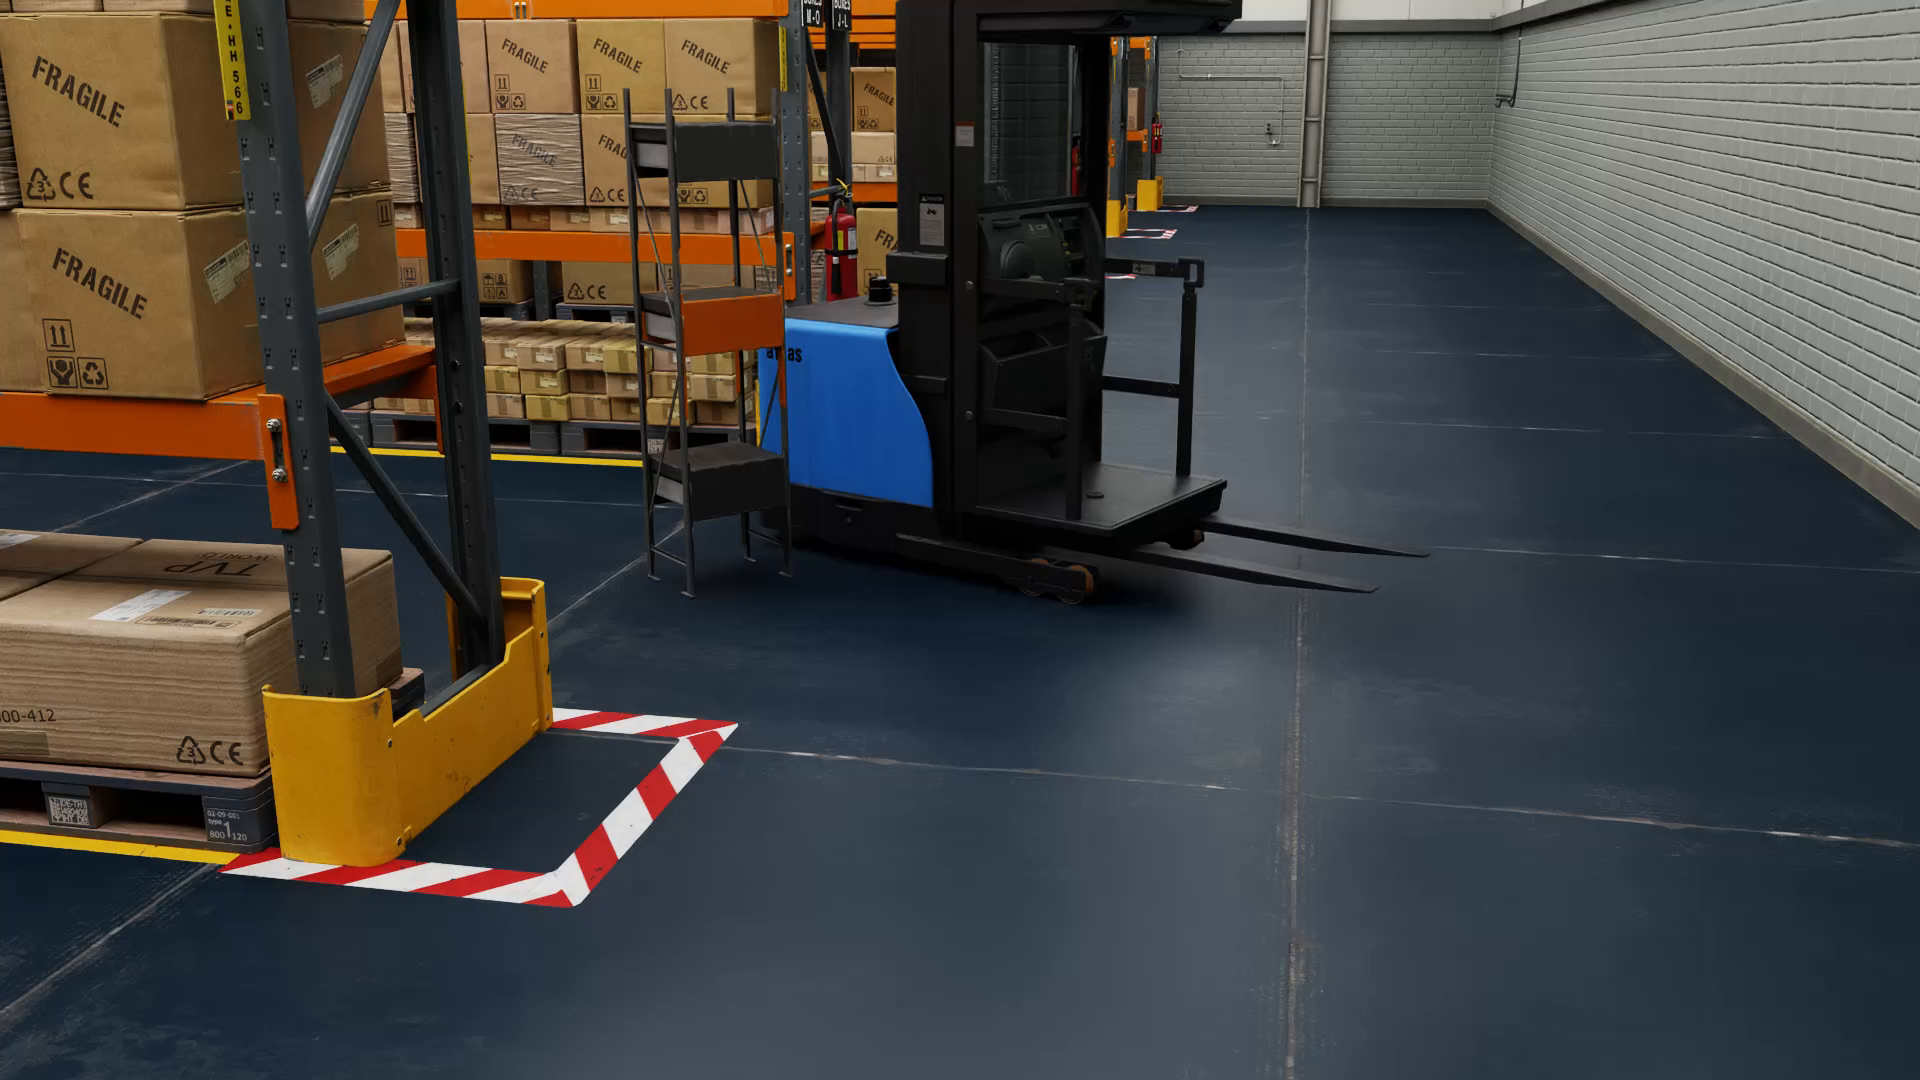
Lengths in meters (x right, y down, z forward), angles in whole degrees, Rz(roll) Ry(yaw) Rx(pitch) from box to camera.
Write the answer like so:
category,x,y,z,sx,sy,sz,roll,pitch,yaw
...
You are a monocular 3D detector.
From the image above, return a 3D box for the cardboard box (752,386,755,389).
category,x,y,z,sx,sy,sz,roll,pitch,yaw
cardboard box,-1.257,-0.926,10.269,0.250,0.149,0.380,3,16,12

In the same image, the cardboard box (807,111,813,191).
category,x,y,z,sx,sy,sz,roll,pitch,yaw
cardboard box,-1.192,-2.273,9.835,0.500,0.500,0.500,4,16,14

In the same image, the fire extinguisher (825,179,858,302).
category,x,y,z,sx,sy,sz,roll,pitch,yaw
fire extinguisher,-0.652,-1.635,9.117,0.183,0.674,0.296,3,16,11

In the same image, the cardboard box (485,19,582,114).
category,x,y,z,sx,sy,sz,roll,pitch,yaw
cardboard box,-2.313,-2.671,9.396,0.500,0.500,0.500,4,16,14

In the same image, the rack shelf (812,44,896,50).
category,x,y,z,sx,sy,sz,roll,pitch,yaw
rack shelf,-2.638,-8.583,29.087,4.000,0.370,1.077,3,16,11

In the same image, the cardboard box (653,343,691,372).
category,x,y,z,sx,sy,sz,roll,pitch,yaw
cardboard box,-1.611,-1.091,9.751,0.250,0.149,0.380,3,16,12

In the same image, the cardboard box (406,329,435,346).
category,x,y,z,sx,sy,sz,roll,pitch,yaw
cardboard box,-3.138,-1.175,10.053,0.250,0.149,0.380,2,16,9

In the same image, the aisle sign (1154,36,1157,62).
category,x,y,z,sx,sy,sz,roll,pitch,yaw
aisle sign,3.252,-8.336,27.595,0.004,0.787,0.394,3,16,11

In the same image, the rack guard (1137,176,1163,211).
category,x,y,z,sx,sy,sz,roll,pitch,yaw
rack guard,3.265,-5.959,28.568,0.348,0.500,1.175,3,16,11

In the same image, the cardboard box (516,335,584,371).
category,x,y,z,sx,sy,sz,roll,pitch,yaw
cardboard box,-2.406,-1.102,9.790,0.250,0.149,0.380,4,16,13

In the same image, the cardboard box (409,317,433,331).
category,x,y,z,sx,sy,sz,roll,pitch,yaw
cardboard box,-3.300,-1.324,10.591,0.250,0.149,0.380,2,16,8

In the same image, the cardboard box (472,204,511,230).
category,x,y,z,sx,sy,sz,roll,pitch,yaw
cardboard box,-2.691,-1.909,9.737,0.250,0.149,0.380,3,16,12

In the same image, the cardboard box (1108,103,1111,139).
category,x,y,z,sx,sy,sz,roll,pitch,yaw
cardboard box,1.876,-6.010,23.881,0.500,0.500,0.500,3,16,12

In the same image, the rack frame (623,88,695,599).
category,x,y,z,sx,sy,sz,roll,pitch,yaw
rack frame,-1.259,-0.803,6.958,0.015,2.100,0.400,-11,19,-36

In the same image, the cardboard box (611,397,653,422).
category,x,y,z,sx,sy,sz,roll,pitch,yaw
cardboard box,-1.878,-0.811,9.856,0.250,0.149,0.380,3,16,11

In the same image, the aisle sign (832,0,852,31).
category,x,y,z,sx,sy,sz,roll,pitch,yaw
aisle sign,-0.676,-3.313,9.463,0.004,0.787,0.394,3,16,11

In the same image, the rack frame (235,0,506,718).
category,x,y,z,sx,sy,sz,roll,pitch,yaw
rack frame,-1.694,-0.685,4.847,0.127,3.000,1.000,3,16,11

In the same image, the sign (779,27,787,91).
category,x,y,z,sx,sy,sz,roll,pitch,yaw
sign,-0.937,-2.552,8.824,0.005,0.325,0.100,3,16,11

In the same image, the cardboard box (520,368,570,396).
category,x,y,z,sx,sy,sz,roll,pitch,yaw
cardboard box,-2.401,-0.962,9.843,0.250,0.149,0.380,3,16,12

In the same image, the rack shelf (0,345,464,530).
category,x,y,z,sx,sy,sz,roll,pitch,yaw
rack shelf,-3.654,-0.445,5.327,4.000,0.370,1.077,3,16,11

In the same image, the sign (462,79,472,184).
category,x,y,z,sx,sy,sz,roll,pitch,yaw
sign,-1.578,-1.286,5.244,0.005,0.325,0.100,3,16,11

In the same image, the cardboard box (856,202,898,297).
category,x,y,z,sx,sy,sz,roll,pitch,yaw
cardboard box,-0.363,-2.469,14.481,0.875,0.875,0.875,3,16,11

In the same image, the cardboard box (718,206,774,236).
category,x,y,z,sx,sy,sz,roll,pitch,yaw
cardboard box,-1.183,-1.808,9.370,0.250,0.149,0.380,3,16,11

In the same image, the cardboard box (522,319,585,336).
category,x,y,z,sx,sy,sz,roll,pitch,yaw
cardboard box,-2.546,-1.282,10.442,0.250,0.149,0.380,3,16,12

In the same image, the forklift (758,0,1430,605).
category,x,y,z,sx,sy,sz,roll,pitch,yaw
forklift,0.538,-1.300,7.196,3.031,2.935,1.130,11,19,33

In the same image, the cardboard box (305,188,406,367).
category,x,y,z,sx,sy,sz,roll,pitch,yaw
cardboard box,-2.107,-0.834,5.197,0.500,0.500,0.500,3,16,11

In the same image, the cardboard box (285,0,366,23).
category,x,y,z,sx,sy,sz,roll,pitch,yaw
cardboard box,-1.987,-1.619,4.943,0.250,0.149,0.380,3,16,12

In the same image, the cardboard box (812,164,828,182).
category,x,y,z,sx,sy,sz,roll,pitch,yaw
cardboard box,-1.135,-3.143,14.192,0.250,0.149,0.380,3,16,10

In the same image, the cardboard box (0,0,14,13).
category,x,y,z,sx,sy,sz,roll,pitch,yaw
cardboard box,-2.609,-1.494,4.490,0.250,0.149,0.380,3,16,11

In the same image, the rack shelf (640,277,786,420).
category,x,y,z,sx,sy,sz,roll,pitch,yaw
rack shelf,-1.064,-0.829,7.104,0.480,0.518,0.431,-11,19,-36

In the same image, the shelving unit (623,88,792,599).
category,x,y,z,sx,sy,sz,roll,pitch,yaw
shelving unit,-1.064,-0.842,7.100,0.503,2.100,0.431,-11,19,-36

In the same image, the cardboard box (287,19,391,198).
category,x,y,z,sx,sy,sz,roll,pitch,yaw
cardboard box,-2.108,-1.315,5.061,0.500,0.500,0.500,3,16,10

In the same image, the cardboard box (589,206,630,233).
category,x,y,z,sx,sy,sz,roll,pitch,yaw
cardboard box,-1.922,-1.848,9.515,0.250,0.149,0.380,4,16,13

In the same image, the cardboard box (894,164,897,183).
category,x,y,z,sx,sy,sz,roll,pitch,yaw
cardboard box,-0.389,-3.103,14.045,0.250,0.149,0.380,3,16,12

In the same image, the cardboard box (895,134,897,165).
category,x,y,z,sx,sy,sz,roll,pitch,yaw
cardboard box,-0.247,-3.305,14.029,0.500,0.250,0.500,3,16,10

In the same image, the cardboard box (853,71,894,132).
category,x,y,z,sx,sy,sz,roll,pitch,yaw
cardboard box,-0.626,-3.833,14.529,0.500,0.500,0.500,3,16,10

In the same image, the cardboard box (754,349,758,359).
category,x,y,z,sx,sy,sz,roll,pitch,yaw
cardboard box,-1.253,-1.218,10.208,0.250,0.149,0.380,2,16,9

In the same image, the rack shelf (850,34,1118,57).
category,x,y,z,sx,sy,sz,roll,pitch,yaw
rack shelf,0.298,-7.074,23.640,4.000,0.370,1.077,3,16,11

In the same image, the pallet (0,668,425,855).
category,x,y,z,sx,sy,sz,roll,pitch,yaw
pallet,-2.493,0.636,5.299,1.213,0.211,1.003,3,16,11

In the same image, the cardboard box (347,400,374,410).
category,x,y,z,sx,sy,sz,roll,pitch,yaw
cardboard box,-3.661,-0.909,10.209,0.250,0.149,0.380,3,16,10

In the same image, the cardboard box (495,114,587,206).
category,x,y,z,sx,sy,sz,roll,pitch,yaw
cardboard box,-2.301,-2.187,9.524,0.500,0.500,0.500,3,16,11

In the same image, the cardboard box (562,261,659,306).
category,x,y,z,sx,sy,sz,roll,pitch,yaw
cardboard box,-3.008,-2.613,14.999,0.875,0.875,0.875,3,16,11

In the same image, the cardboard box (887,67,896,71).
category,x,y,z,sx,sy,sz,roll,pitch,yaw
cardboard box,-0.750,-6.486,23.727,0.500,0.500,0.500,3,16,9

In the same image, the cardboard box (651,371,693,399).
category,x,y,z,sx,sy,sz,roll,pitch,yaw
cardboard box,-1.626,-0.939,9.759,0.250,0.149,0.380,3,16,10

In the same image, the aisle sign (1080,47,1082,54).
category,x,y,z,sx,sy,sz,roll,pitch,yaw
aisle sign,1.397,-5.900,18.803,0.004,0.787,0.394,3,16,11

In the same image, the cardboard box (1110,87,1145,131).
category,x,y,z,sx,sy,sz,roll,pitch,yaw
cardboard box,2.740,-7.334,28.288,0.700,0.700,0.980,4,16,14

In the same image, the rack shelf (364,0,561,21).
category,x,y,z,sx,sy,sz,roll,pitch,yaw
rack shelf,-5.599,-4.696,15.054,4.000,0.370,1.077,3,16,11

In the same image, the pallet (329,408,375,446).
category,x,y,z,sx,sy,sz,roll,pitch,yaw
pallet,-4.062,-0.828,10.586,1.213,0.211,1.003,3,16,11

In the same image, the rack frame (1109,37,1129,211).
category,x,y,z,sx,sy,sz,roll,pitch,yaw
rack frame,2.258,-5.869,23.561,0.127,3.000,1.000,3,16,11

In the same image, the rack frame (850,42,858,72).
category,x,y,z,sx,sy,sz,roll,pitch,yaw
rack frame,-1.662,-6.082,24.329,0.127,3.000,1.000,3,16,11

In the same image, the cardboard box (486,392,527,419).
category,x,y,z,sx,sy,sz,roll,pitch,yaw
cardboard box,-2.649,-0.838,9.952,0.250,0.149,0.380,3,16,12

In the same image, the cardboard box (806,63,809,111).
category,x,y,z,sx,sy,sz,roll,pitch,yaw
cardboard box,-1.194,-2.752,9.692,0.500,0.500,0.500,3,16,11

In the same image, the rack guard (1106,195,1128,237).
category,x,y,z,sx,sy,sz,roll,pitch,yaw
rack guard,2.184,-4.668,23.909,0.348,0.500,1.175,3,16,11
